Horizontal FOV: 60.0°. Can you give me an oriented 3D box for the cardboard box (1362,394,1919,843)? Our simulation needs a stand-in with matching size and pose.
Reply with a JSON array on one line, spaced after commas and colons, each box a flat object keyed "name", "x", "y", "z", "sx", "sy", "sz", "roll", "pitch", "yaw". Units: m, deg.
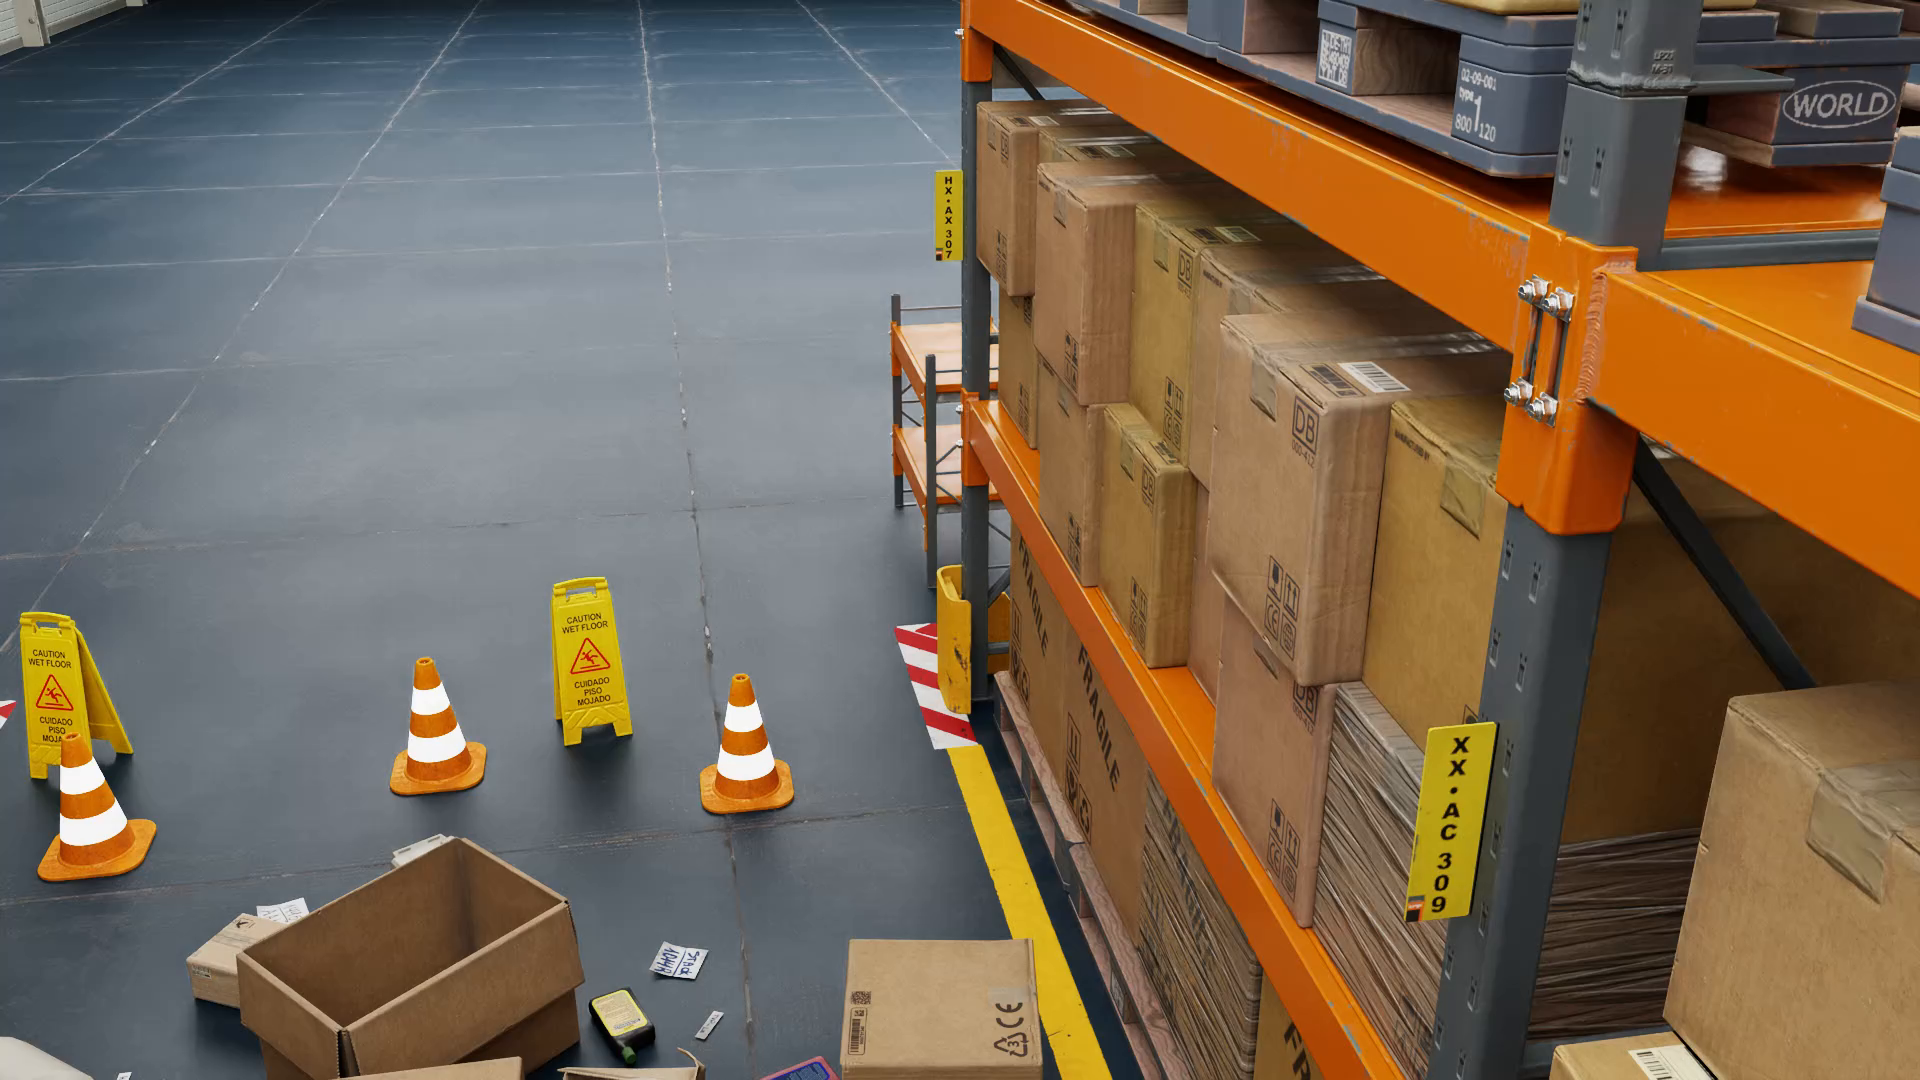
[{"name": "cardboard box", "x": 1.213, "y": 0.088, "z": 2.763, "sx": 0.875, "sy": 0.550, "sz": 0.550, "roll": -4, "pitch": 24, "yaw": -10}]

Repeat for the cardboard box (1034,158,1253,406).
[{"name": "cardboard box", "x": 0.700, "y": -0.749, "z": 4.680, "sx": 0.875, "sy": 0.550, "sz": 0.550, "roll": -4, "pitch": 24, "yaw": -10}]

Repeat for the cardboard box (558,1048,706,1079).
[{"name": "cardboard box", "x": -0.881, "y": 1.513, "z": 4.454, "sx": 0.396, "sy": 0.266, "sz": 0.258, "roll": 0, "pitch": 24, "yaw": -1}]

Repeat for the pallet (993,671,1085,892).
[{"name": "pallet", "x": 0.732, "y": 0.813, "z": 6.125, "sx": 1.003, "sy": 0.211, "sz": 1.213, "roll": -4, "pitch": 24, "yaw": -10}]

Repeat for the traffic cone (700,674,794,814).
[{"name": "traffic cone", "x": -0.790, "y": 0.703, "z": 6.062, "sx": 0.336, "sy": 0.463, "sz": 0.334, "roll": -4, "pitch": 24, "yaw": -10}]

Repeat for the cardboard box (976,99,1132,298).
[{"name": "cardboard box", "x": 0.538, "y": -1.188, "z": 5.687, "sx": 0.875, "sy": 0.550, "sz": 0.550, "roll": -4, "pitch": 24, "yaw": -10}]

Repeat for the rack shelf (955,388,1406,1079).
[{"name": "rack shelf", "x": 0.877, "y": 0.343, "z": 4.616, "sx": 1.077, "sy": 0.370, "sz": 4.000, "roll": -4, "pitch": 24, "yaw": -10}]

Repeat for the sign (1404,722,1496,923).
[{"name": "sign", "x": 0.702, "y": 0.408, "z": 2.387, "sx": 0.100, "sy": 0.325, "sz": 0.005, "roll": -4, "pitch": 24, "yaw": -10}]

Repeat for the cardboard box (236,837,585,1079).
[{"name": "cardboard box", "x": -1.526, "y": 1.280, "z": 4.691, "sx": 0.637, "sy": 0.503, "sz": 0.797, "roll": 18, "pitch": 29, "yaw": 36}]

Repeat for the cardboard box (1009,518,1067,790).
[{"name": "cardboard box", "x": 0.698, "y": 0.269, "z": 6.015, "sx": 0.875, "sy": 0.875, "sz": 0.875, "roll": -4, "pitch": 24, "yaw": -9}]

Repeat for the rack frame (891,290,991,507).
[{"name": "rack frame", "x": -0.093, "y": -0.713, "z": 8.477, "sx": 0.500, "sy": 1.125, "sz": 0.032, "roll": -4, "pitch": 24, "yaw": -10}]

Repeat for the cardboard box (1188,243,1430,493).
[{"name": "cardboard box", "x": 1.032, "y": -0.342, "z": 3.748, "sx": 0.875, "sy": 0.550, "sz": 0.550, "roll": -4, "pitch": 24, "yaw": -10}]

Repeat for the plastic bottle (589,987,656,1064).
[{"name": "plastic bottle", "x": -0.983, "y": 1.432, "z": 4.894, "sx": 0.133, "sy": 0.061, "sz": 0.283, "roll": -13, "pitch": 27, "yaw": -28}]

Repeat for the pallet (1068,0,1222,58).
[{"name": "pallet", "x": 0.884, "y": -1.336, "z": 3.924, "sx": 1.003, "sy": 0.211, "sz": 1.213, "roll": -4, "pitch": 24, "yaw": -10}]

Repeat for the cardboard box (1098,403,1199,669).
[{"name": "cardboard box", "x": 0.862, "y": -0.050, "z": 4.429, "sx": 0.875, "sy": 0.550, "sz": 0.500, "roll": -4, "pitch": 24, "yaw": -10}]

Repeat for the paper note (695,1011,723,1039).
[{"name": "paper note", "x": -0.744, "y": 1.440, "z": 4.939, "sx": 0.032, "sy": 0.001, "sz": 0.123, "roll": 8, "pitch": 25, "yaw": 18}]

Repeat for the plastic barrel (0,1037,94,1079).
[{"name": "plastic barrel", "x": -2.469, "y": 1.513, "z": 4.256, "sx": 0.512, "sy": 0.421, "sz": 0.421, "roll": 13, "pitch": 27, "yaw": 27}]

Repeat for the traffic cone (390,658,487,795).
[{"name": "traffic cone", "x": -1.963, "y": 0.653, "z": 6.177, "sx": 0.336, "sy": 0.463, "sz": 0.334, "roll": -4, "pitch": 24, "yaw": -10}]

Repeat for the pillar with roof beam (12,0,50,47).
[{"name": "pillar with roof beam", "x": -10.180, "y": -12.166, "z": 24.863, "sx": 9.100, "sy": 9.000, "sz": 0.400, "roll": -4, "pitch": 24, "yaw": -10}]

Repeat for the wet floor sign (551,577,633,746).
[{"name": "wet floor sign", "x": -1.444, "y": 0.440, "z": 6.435, "sx": 0.267, "sy": 0.644, "sz": 0.232, "roll": -9, "pitch": 25, "yaw": -19}]

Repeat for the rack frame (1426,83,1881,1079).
[{"name": "rack frame", "x": 1.247, "y": 0.800, "z": 2.671, "sx": 1.000, "sy": 3.000, "sz": 0.127, "roll": -4, "pitch": 24, "yaw": -10}]

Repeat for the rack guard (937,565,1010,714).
[{"name": "rack guard", "x": 0.503, "y": 0.362, "z": 6.796, "sx": 1.175, "sy": 0.500, "sz": 0.348, "roll": -4, "pitch": 24, "yaw": -10}]

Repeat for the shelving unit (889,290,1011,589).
[{"name": "shelving unit", "x": 0.001, "y": -0.513, "z": 8.019, "sx": 0.538, "sy": 1.125, "sz": 1.048, "roll": -4, "pitch": 24, "yaw": -10}]

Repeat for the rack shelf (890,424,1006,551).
[{"name": "rack shelf", "x": 0.001, "y": -0.289, "z": 8.117, "sx": 0.538, "sy": 0.278, "sz": 1.000, "roll": -4, "pitch": 24, "yaw": -10}]

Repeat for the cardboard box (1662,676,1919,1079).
[{"name": "cardboard box", "x": 1.345, "y": 0.491, "z": 2.005, "sx": 0.700, "sy": 0.500, "sz": 0.500, "roll": -5, "pitch": 24, "yaw": -11}]

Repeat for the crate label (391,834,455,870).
[{"name": "crate label", "x": -1.757, "y": 1.107, "z": 5.545, "sx": 0.250, "sy": 0.136, "sz": 0.298, "roll": -19, "pitch": 30, "yaw": -37}]

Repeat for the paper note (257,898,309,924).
[{"name": "paper note", "x": -2.208, "y": 1.218, "z": 5.424, "sx": 0.148, "sy": 0.019, "sz": 0.142, "roll": -13, "pitch": 27, "yaw": -28}]

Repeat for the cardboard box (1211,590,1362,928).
[{"name": "cardboard box", "x": 1.043, "y": 0.372, "z": 3.463, "sx": 0.875, "sy": 0.550, "sz": 0.550, "roll": -4, "pitch": 24, "yaw": -10}]

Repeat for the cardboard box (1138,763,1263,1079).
[{"name": "cardboard box", "x": 1.029, "y": 0.974, "z": 4.402, "sx": 0.875, "sy": 0.875, "sz": 0.875, "roll": -4, "pitch": 24, "yaw": -9}]

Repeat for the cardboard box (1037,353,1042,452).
[{"name": "cardboard box", "x": 0.744, "y": -0.485, "z": 5.425, "sx": 0.875, "sy": 0.550, "sz": 0.550, "roll": -4, "pitch": 24, "yaw": -10}]

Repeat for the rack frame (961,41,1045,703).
[{"name": "rack frame", "x": 0.507, "y": -0.774, "z": 6.274, "sx": 1.000, "sy": 3.000, "sz": 0.127, "roll": -4, "pitch": 24, "yaw": -10}]
